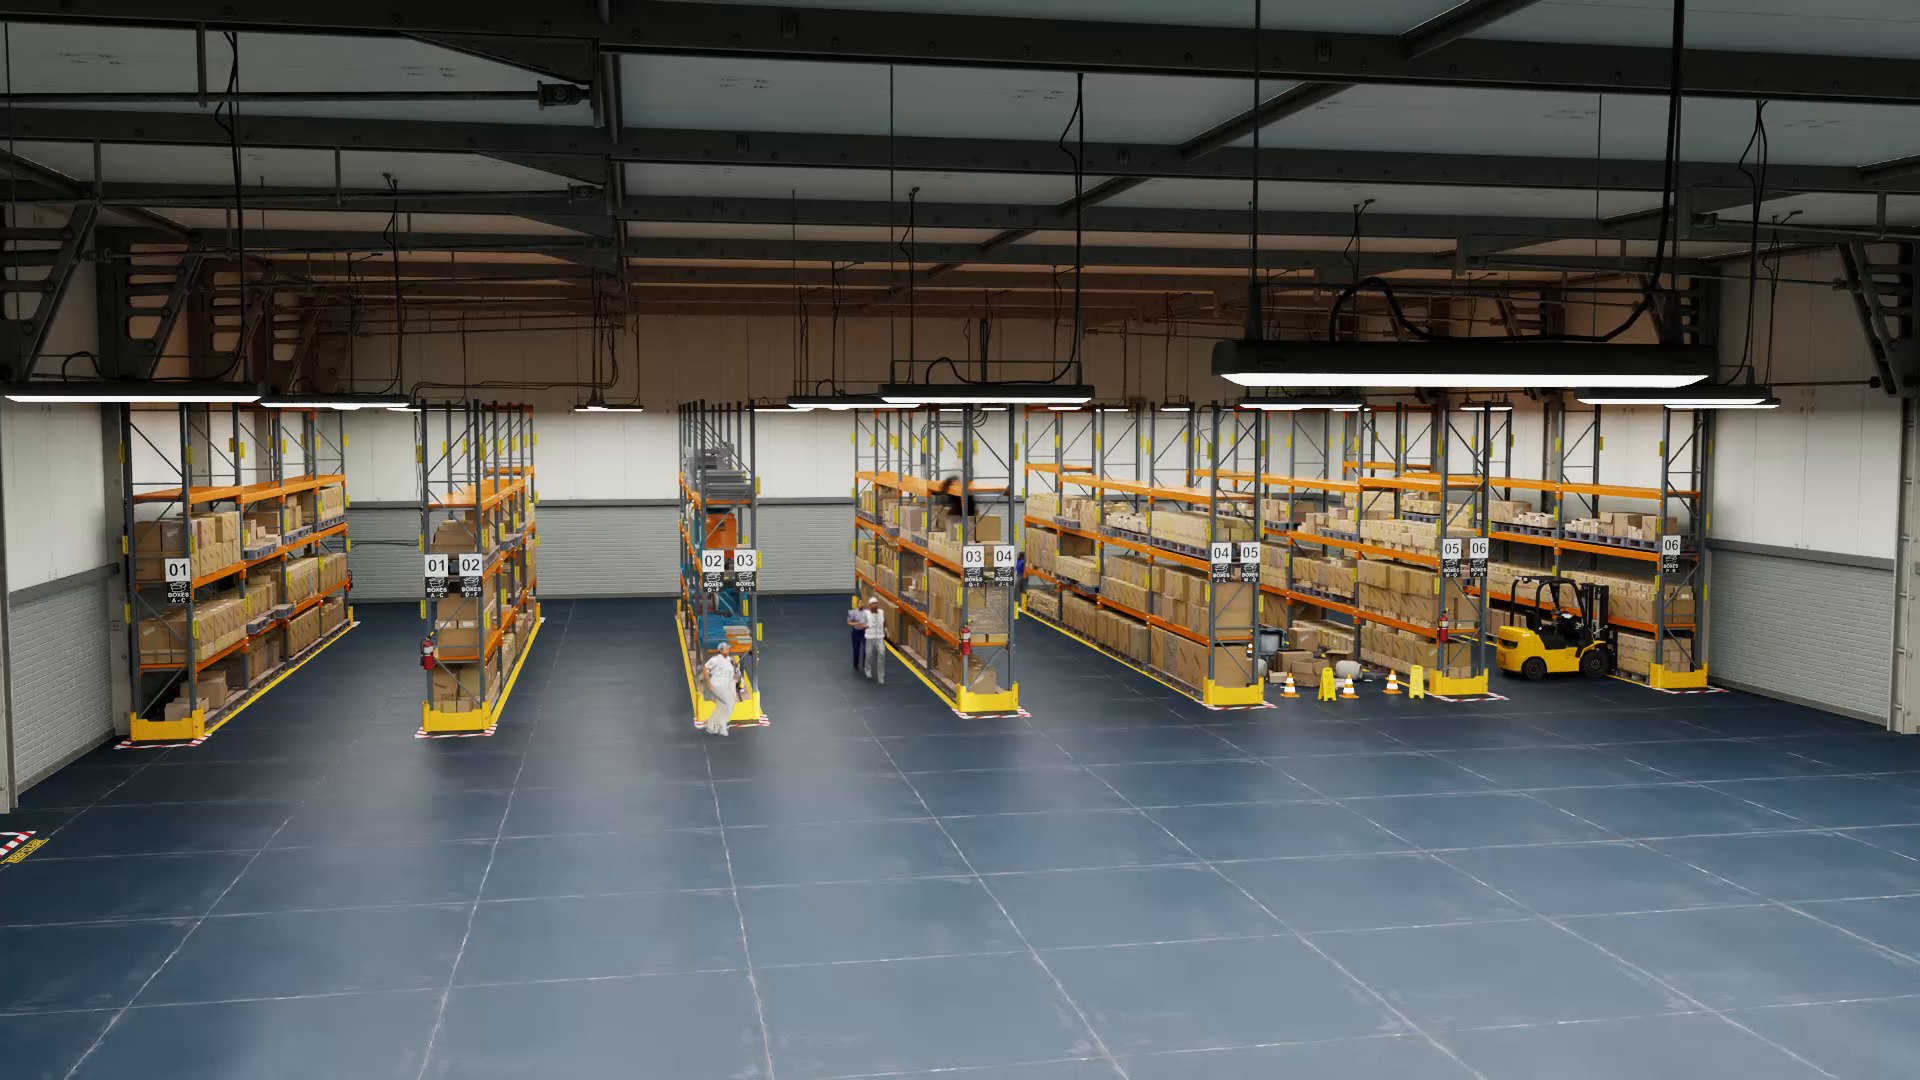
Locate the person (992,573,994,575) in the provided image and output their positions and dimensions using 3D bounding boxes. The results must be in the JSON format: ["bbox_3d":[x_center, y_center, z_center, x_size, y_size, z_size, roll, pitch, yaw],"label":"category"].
[{"bbox_3d":[1.107,1.430,45.905,0.581,1.621,0.785,0,4,-2],"label":"person"}]

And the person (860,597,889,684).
[{"bbox_3d":[-1.833,2.141,35.643,0.662,1.845,0.790,-1,4,-15],"label":"person"}]

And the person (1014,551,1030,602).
[{"bbox_3d":[1.845,1.169,49.736,0.718,1.689,0.657,-1,5,-17],"label":"person"}]

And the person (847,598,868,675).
[{"bbox_3d":[-2.212,2.133,36.736,0.597,1.705,0.782,-1,4,-13],"label":"person"}]

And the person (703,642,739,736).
[{"bbox_3d":[-4.247,2.652,29.763,0.652,1.629,0.591,2,5,23],"label":"person"}]
